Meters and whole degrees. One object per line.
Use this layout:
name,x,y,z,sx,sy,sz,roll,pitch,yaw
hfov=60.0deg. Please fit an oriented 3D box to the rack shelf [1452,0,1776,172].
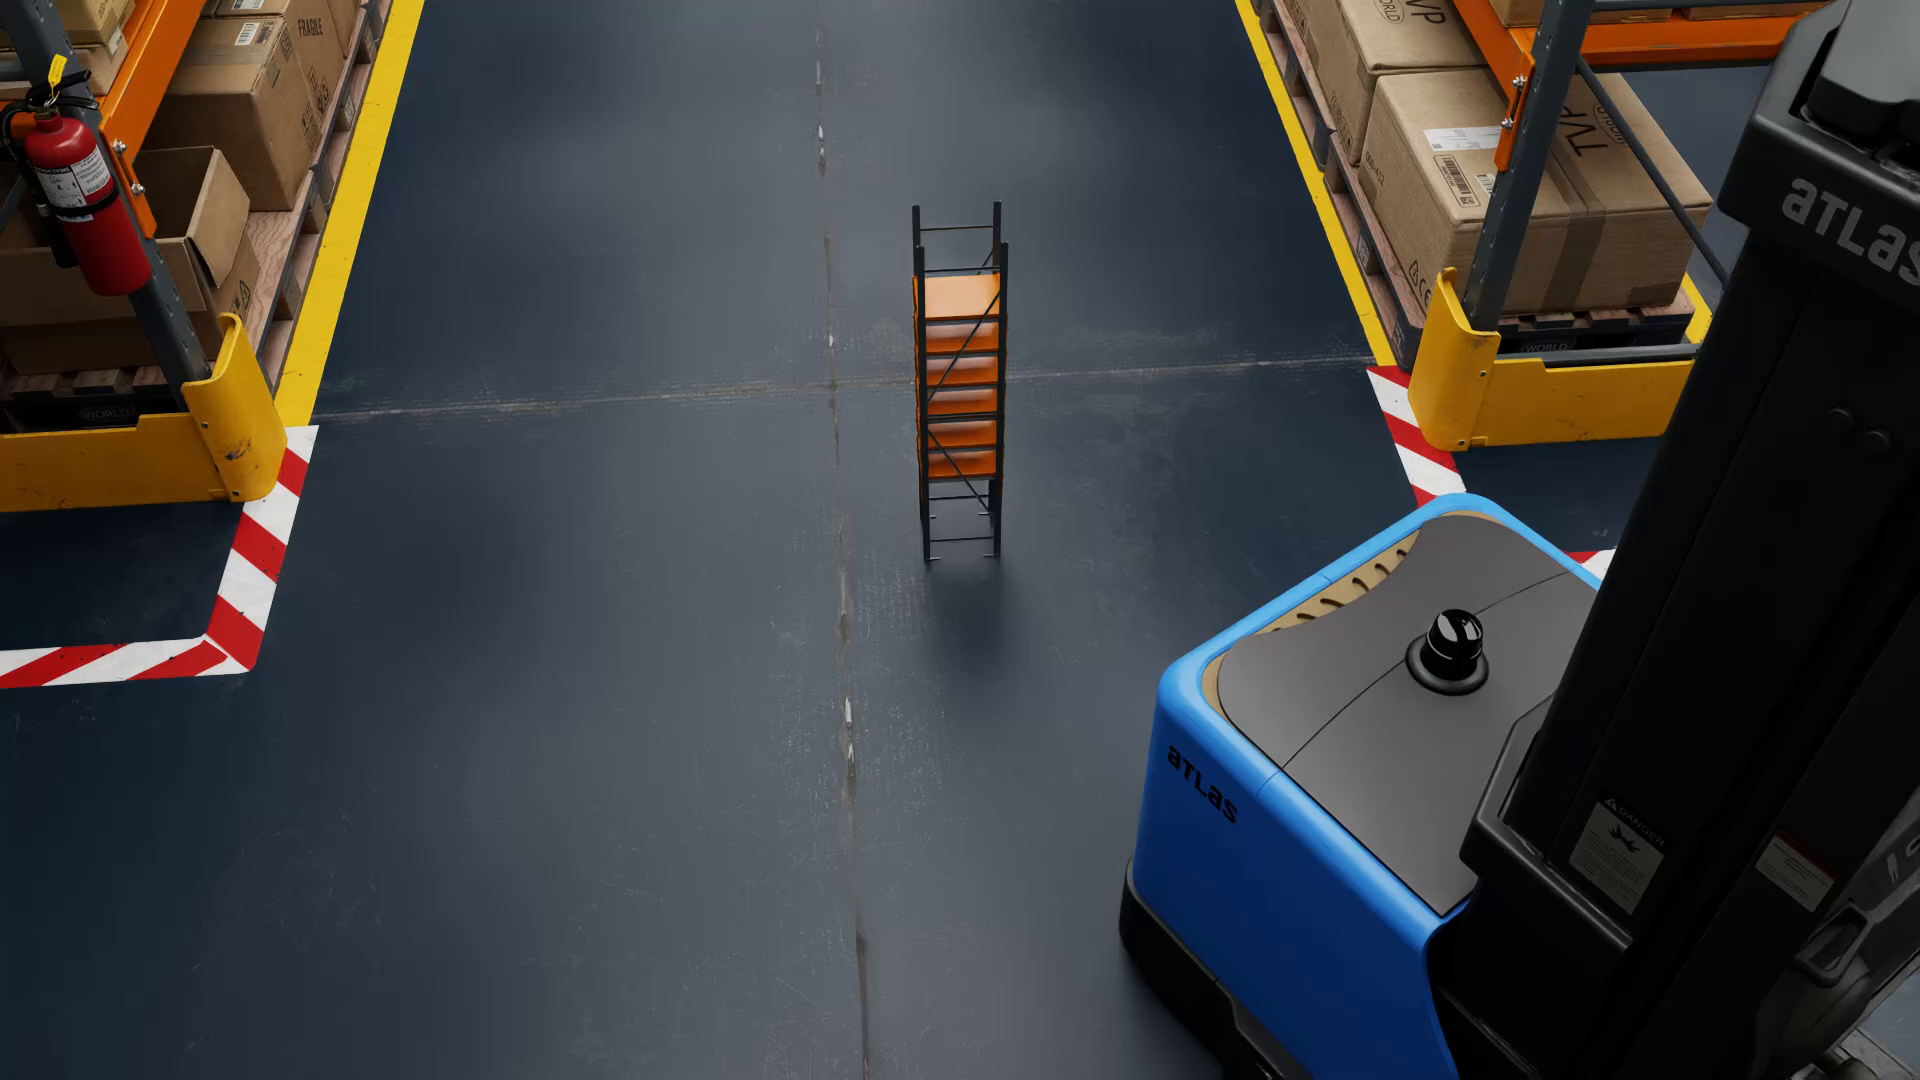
rack shelf,1.961,-2.698,6.235,1.077,0.370,4.000,-3,47,-3

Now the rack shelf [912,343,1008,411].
rack shelf,-0.001,-0.475,4.769,0.258,0.103,0.180,-3,47,-3

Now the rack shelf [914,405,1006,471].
rack shelf,-0.001,-0.310,4.944,0.258,0.103,0.180,-3,47,-3

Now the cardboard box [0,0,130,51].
cardboard box,-2.587,-1.589,4.588,0.500,0.250,0.500,-3,47,-3

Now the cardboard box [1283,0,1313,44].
cardboard box,1.815,-2.547,7.072,0.875,0.438,0.875,-5,47,-4

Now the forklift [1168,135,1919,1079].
forklift,15.241,-5.460,4.223,29.450,9.000,10.285,-29,53,-24

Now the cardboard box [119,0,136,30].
cardboard box,-2.639,-1.543,4.819,0.380,0.149,0.250,-2,47,-2

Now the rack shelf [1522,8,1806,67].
rack shelf,4.423,-4.580,4.622,5.869,4.714,3.910,-3,47,-3

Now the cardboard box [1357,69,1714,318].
cardboard box,1.974,-1.233,5.827,0.875,0.438,0.875,-5,47,-5

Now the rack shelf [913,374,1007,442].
rack shelf,-0.001,-0.392,4.857,0.258,0.103,0.180,-3,47,-3

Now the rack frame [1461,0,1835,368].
rack frame,2.128,-1.498,4.603,1.000,3.000,0.127,-3,47,-3

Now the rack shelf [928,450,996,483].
rack shelf,-0.001,-0.246,5.011,0.221,0.034,0.171,-3,47,-3

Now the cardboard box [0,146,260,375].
cardboard box,-2.774,-0.928,5.493,0.797,0.503,0.637,-5,47,-5

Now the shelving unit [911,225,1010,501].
shelving unit,-0.001,-0.424,4.825,0.258,1.046,0.183,-3,47,-3

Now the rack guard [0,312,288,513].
rack guard,-2.824,-0.389,5.274,1.175,0.500,0.348,-3,47,-3

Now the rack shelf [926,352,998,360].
rack shelf,-0.001,-0.571,4.668,0.199,0.020,0.166,-3,47,-3

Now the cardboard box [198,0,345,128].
cardboard box,-2.752,-1.936,6.450,0.500,0.500,0.500,-3,47,-3

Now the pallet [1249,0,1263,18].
pallet,1.779,-2.879,7.831,1.003,0.211,1.213,-3,47,-3

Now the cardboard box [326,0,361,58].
cardboard box,-2.894,-2.299,6.794,0.700,0.500,0.500,-5,47,-5

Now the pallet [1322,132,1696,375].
pallet,1.984,-1.113,6.159,1.003,0.211,1.213,-3,47,-3

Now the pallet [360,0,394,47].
pallet,-3.096,-2.632,7.598,1.003,0.211,1.213,-3,47,-3

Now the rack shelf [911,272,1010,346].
rack shelf,-0.001,-0.640,4.595,0.258,0.103,0.180,-3,47,-3

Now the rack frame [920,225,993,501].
rack frame,-0.010,-0.489,4.887,0.228,1.046,0.002,-3,47,-3

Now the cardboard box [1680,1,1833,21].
cardboard box,2.374,-1.897,4.912,0.500,0.500,0.500,-4,47,-4

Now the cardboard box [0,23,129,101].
cardboard box,-2.572,-1.362,4.647,0.380,0.149,0.250,-4,47,-4
